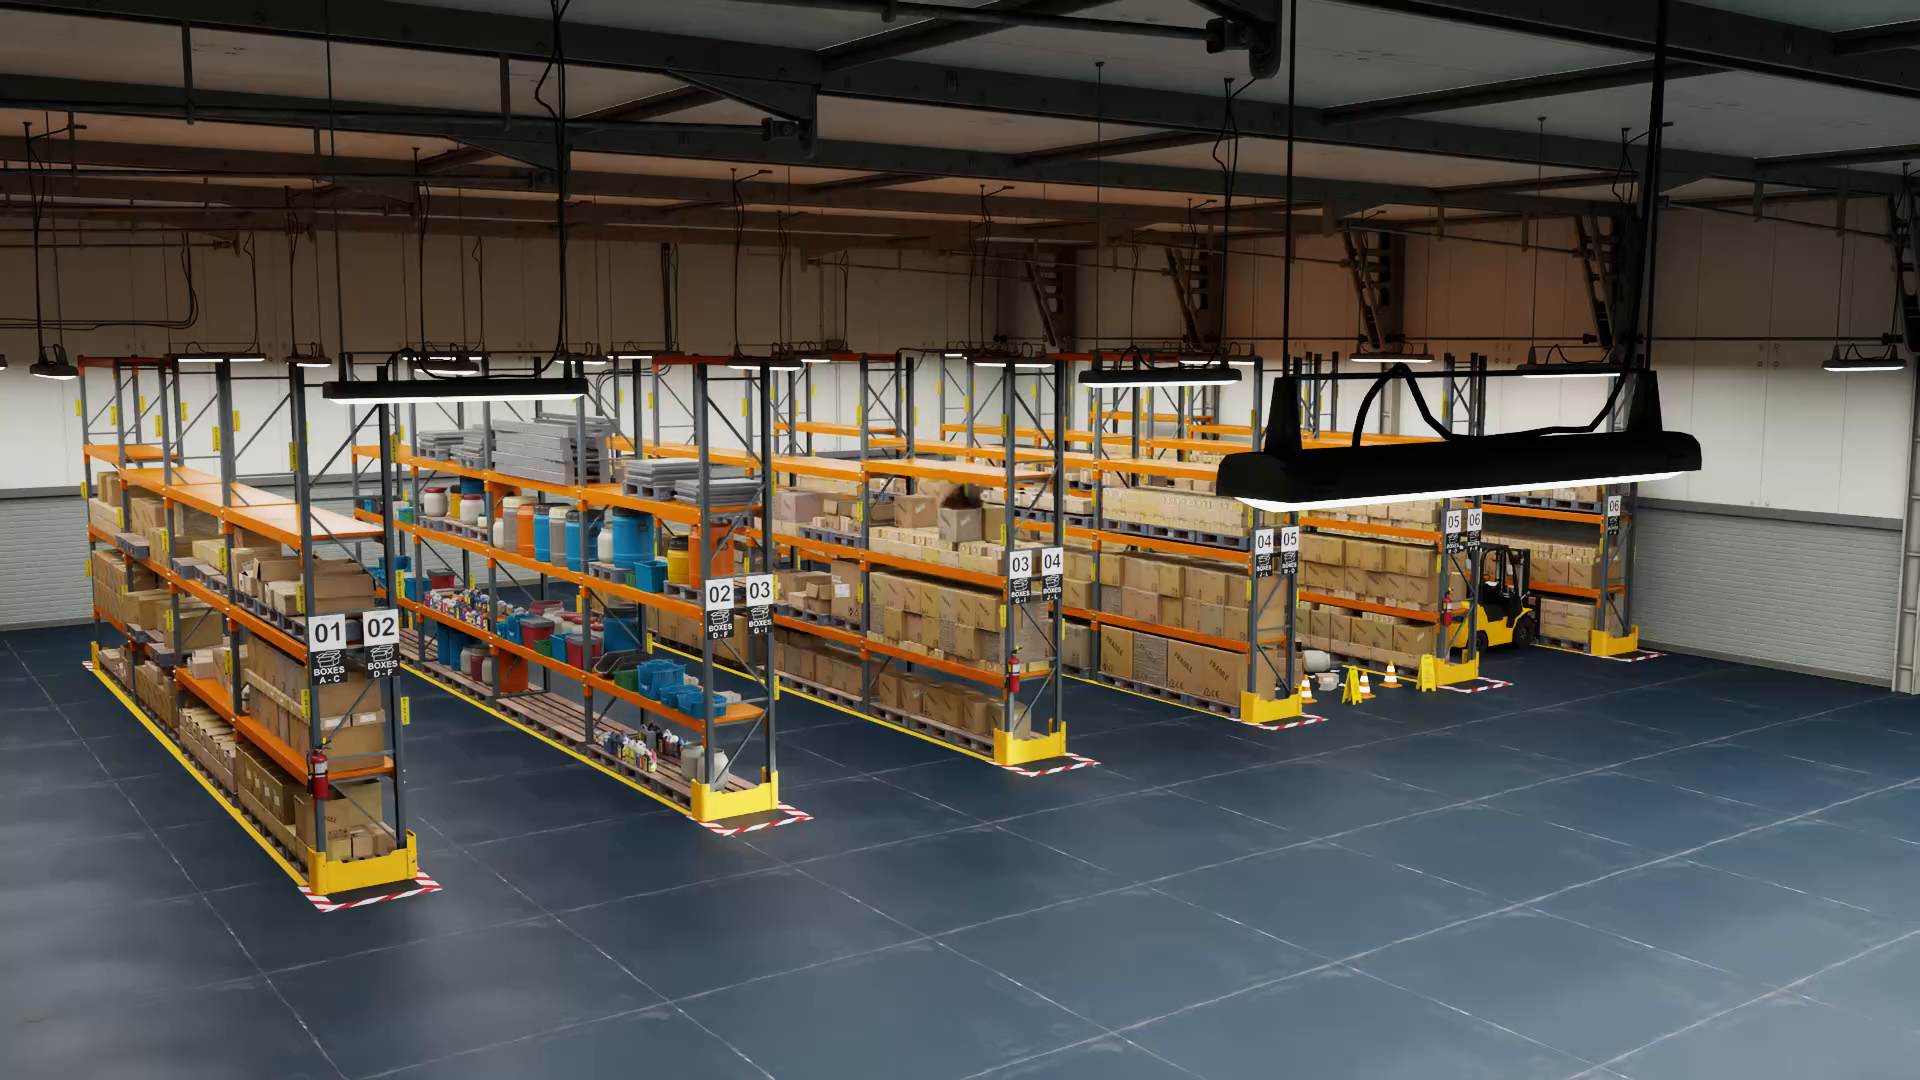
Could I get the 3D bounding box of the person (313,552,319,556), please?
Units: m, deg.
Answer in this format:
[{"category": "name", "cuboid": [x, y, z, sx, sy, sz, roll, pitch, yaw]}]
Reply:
[{"category": "person", "cuboid": [-14.214, 1.057, 36.799, 0.513, 1.596, 1.006, -4, 8, -31]}]
